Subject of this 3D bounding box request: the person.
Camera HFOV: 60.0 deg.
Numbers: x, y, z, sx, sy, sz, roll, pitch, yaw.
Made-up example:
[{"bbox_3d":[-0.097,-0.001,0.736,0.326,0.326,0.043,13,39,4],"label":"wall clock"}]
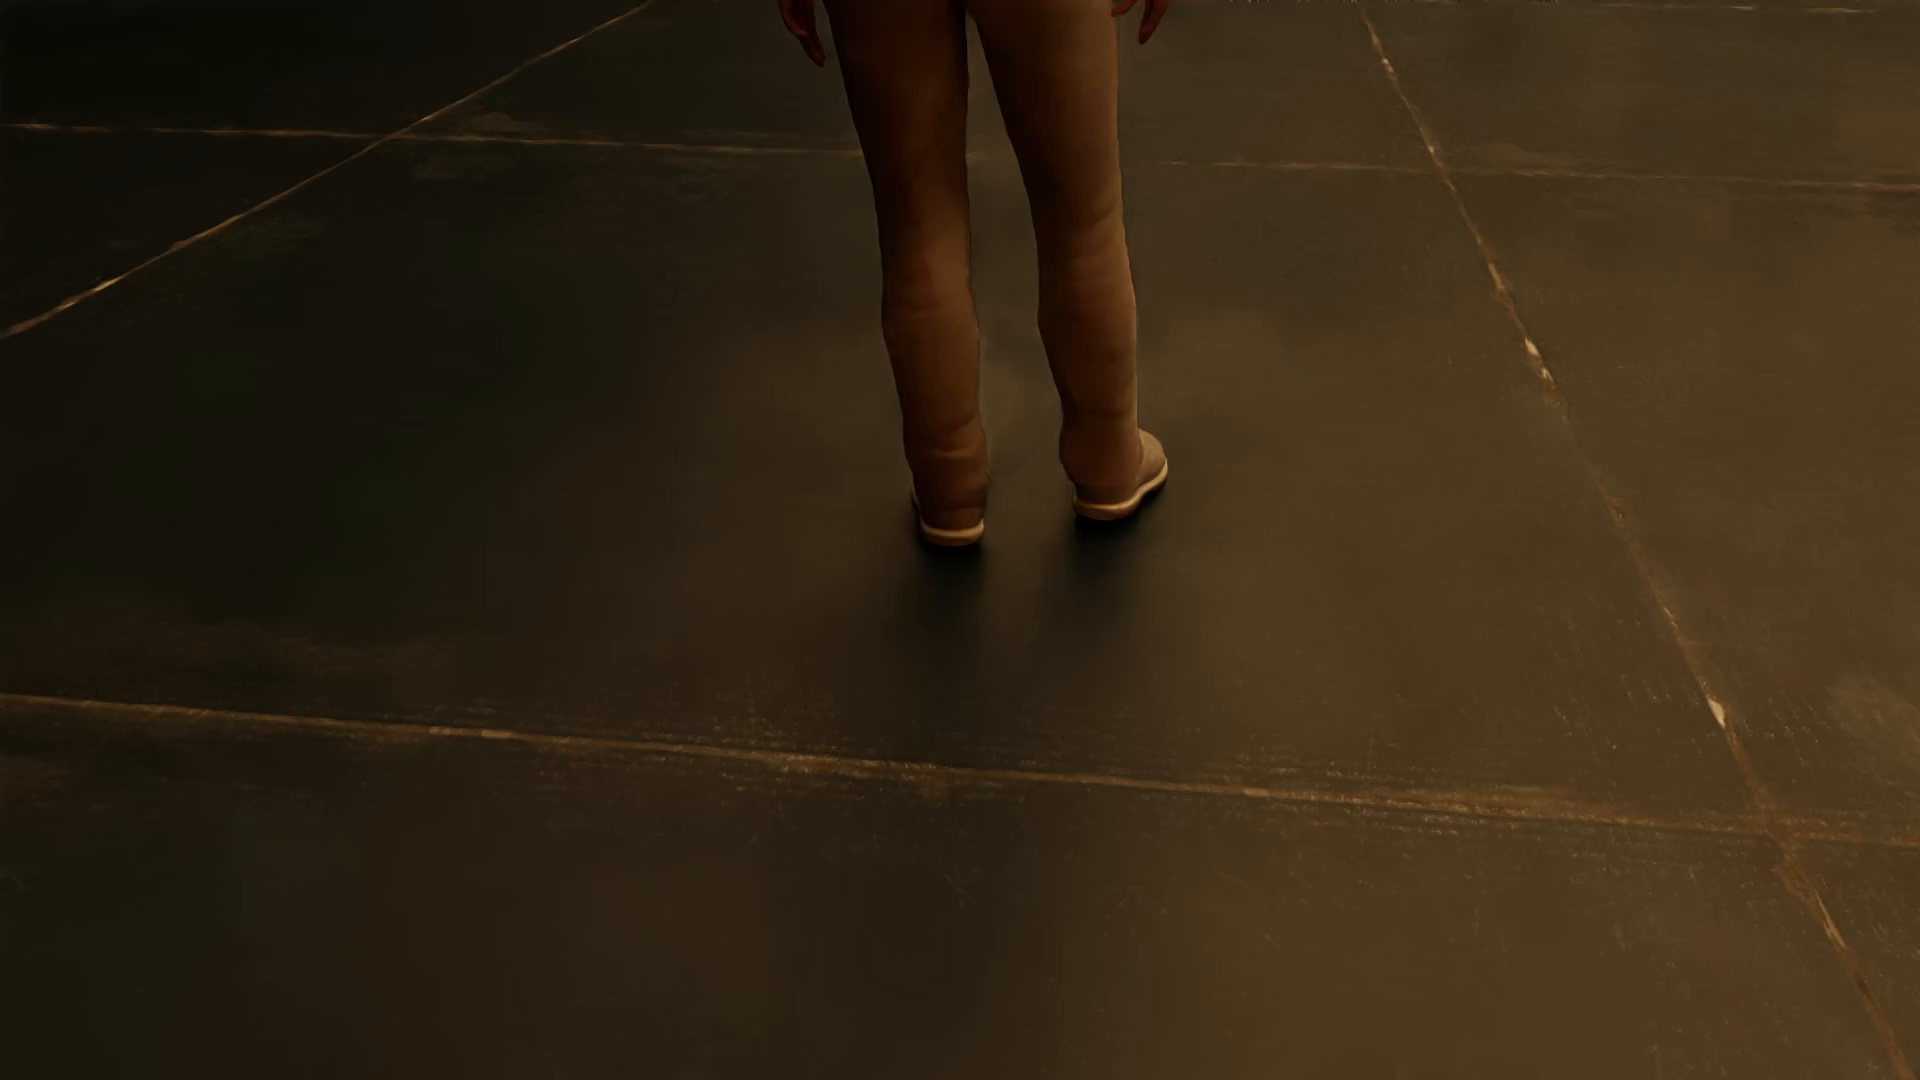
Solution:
[{"bbox_3d":[0.029,-0.796,2.183,0.570,1.693,0.529,3,27,7],"label":"person"}]
